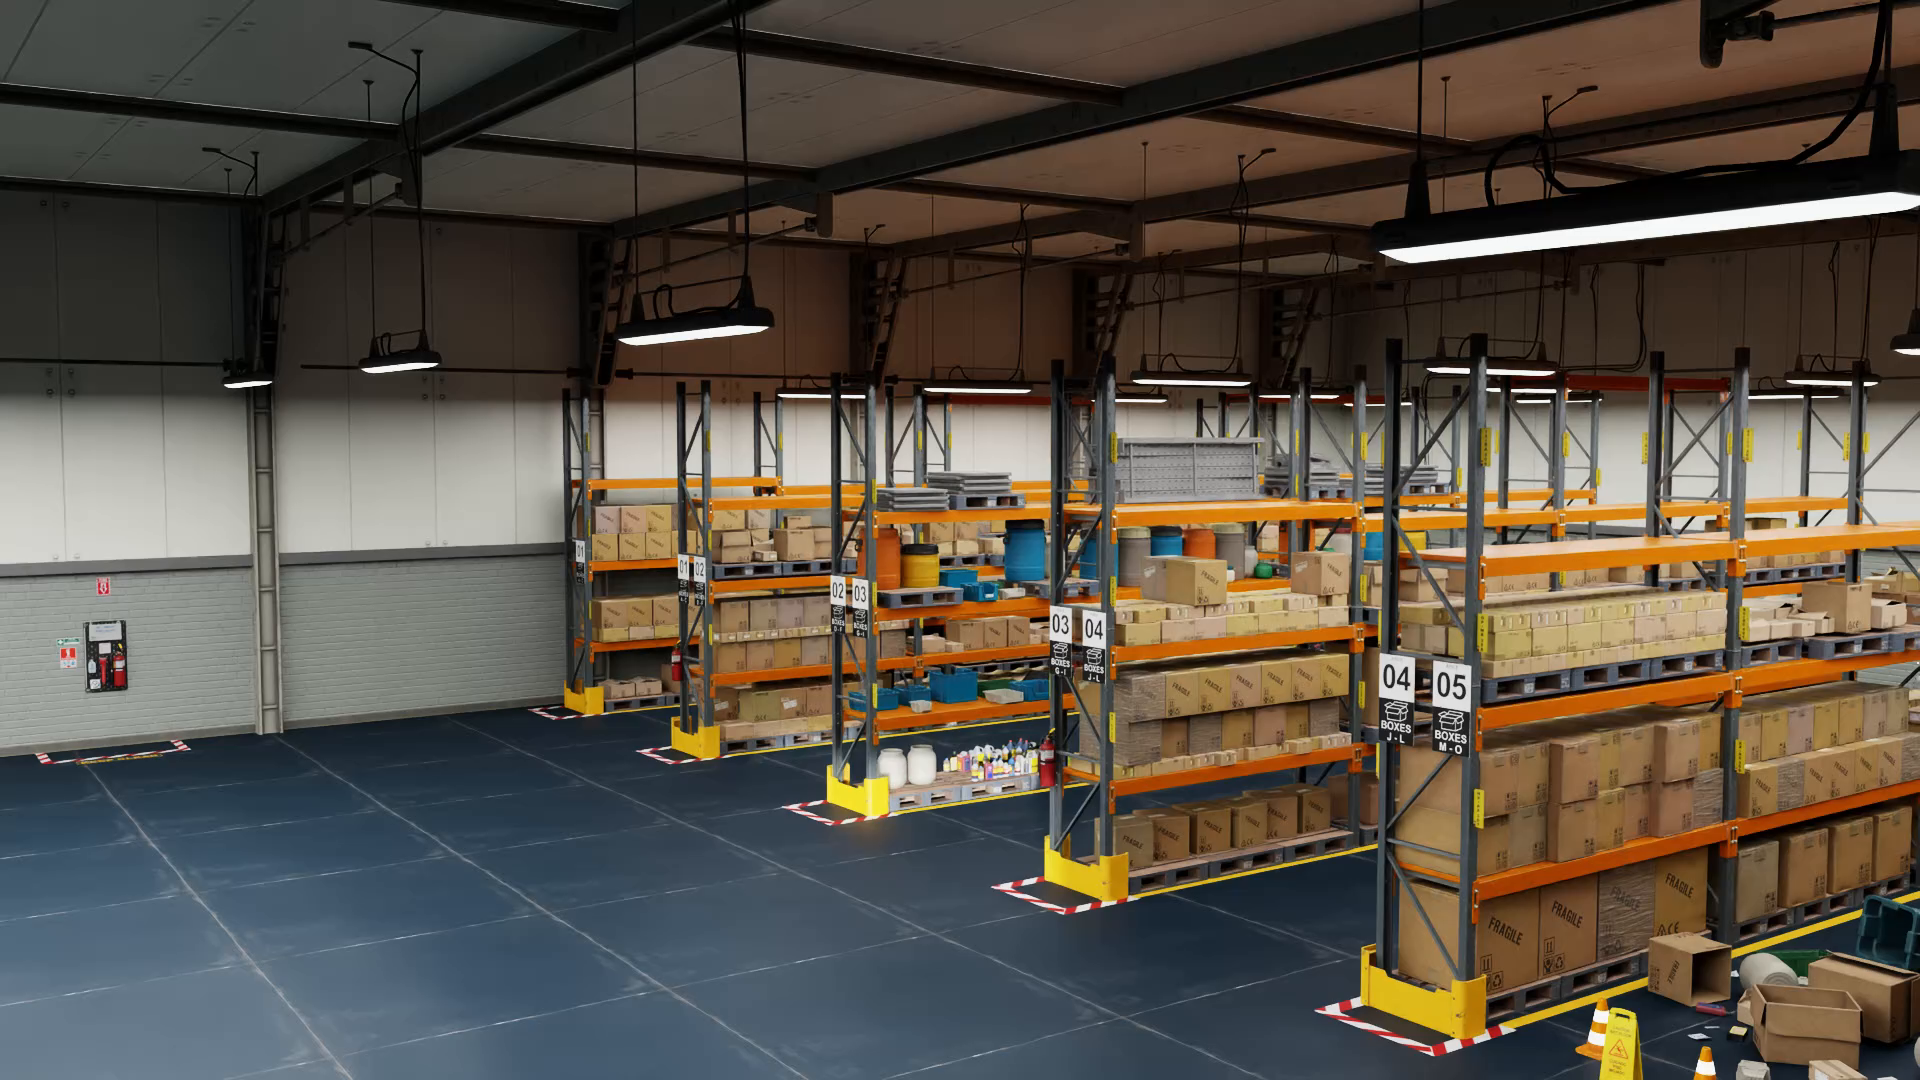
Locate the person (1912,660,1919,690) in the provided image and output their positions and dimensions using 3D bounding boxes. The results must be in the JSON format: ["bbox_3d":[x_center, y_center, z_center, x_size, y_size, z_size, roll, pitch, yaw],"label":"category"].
[{"bbox_3d":[17.073,2.373,29.378,0.448,1.795,0.606,3,4,35],"label":"person"}]
